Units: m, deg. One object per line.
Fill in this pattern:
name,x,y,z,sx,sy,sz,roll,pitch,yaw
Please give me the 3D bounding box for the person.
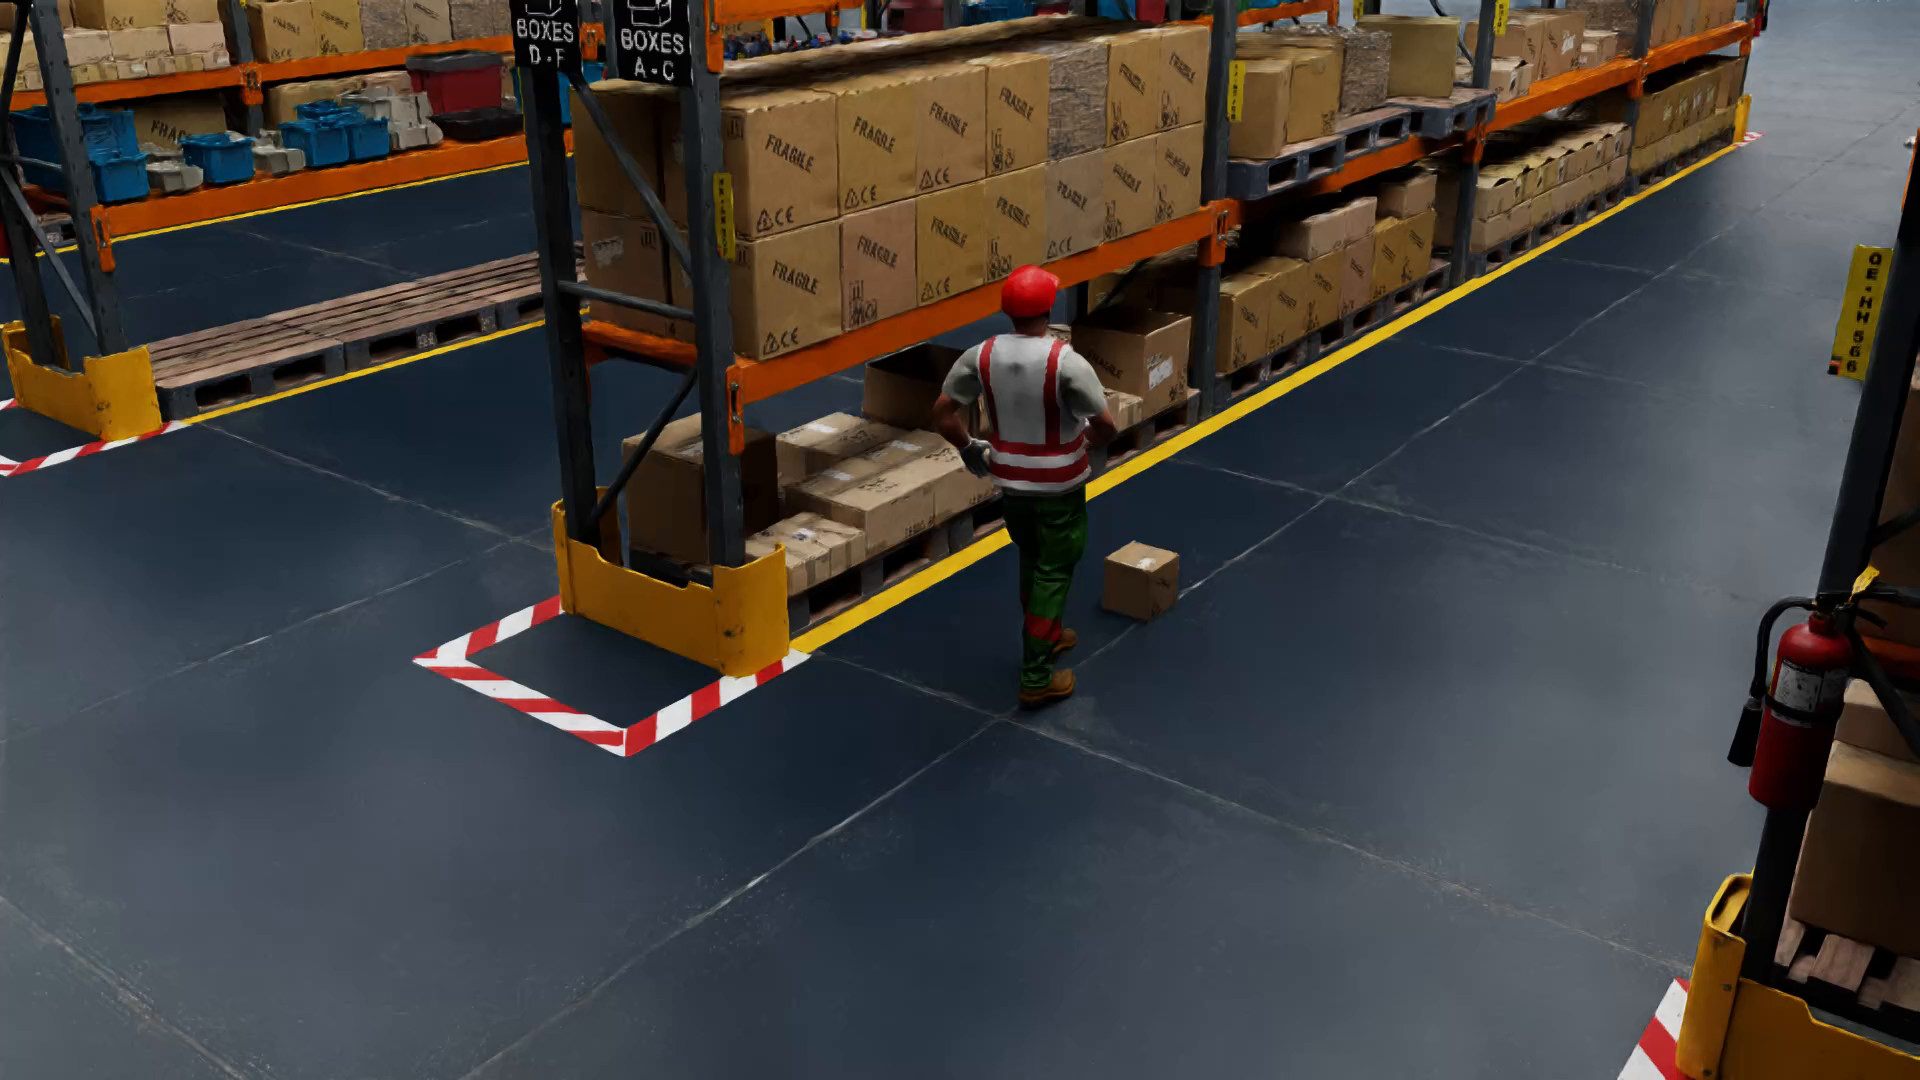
person,0.357,-0.264,6.687,0.709,1.794,0.710,12,26,26
